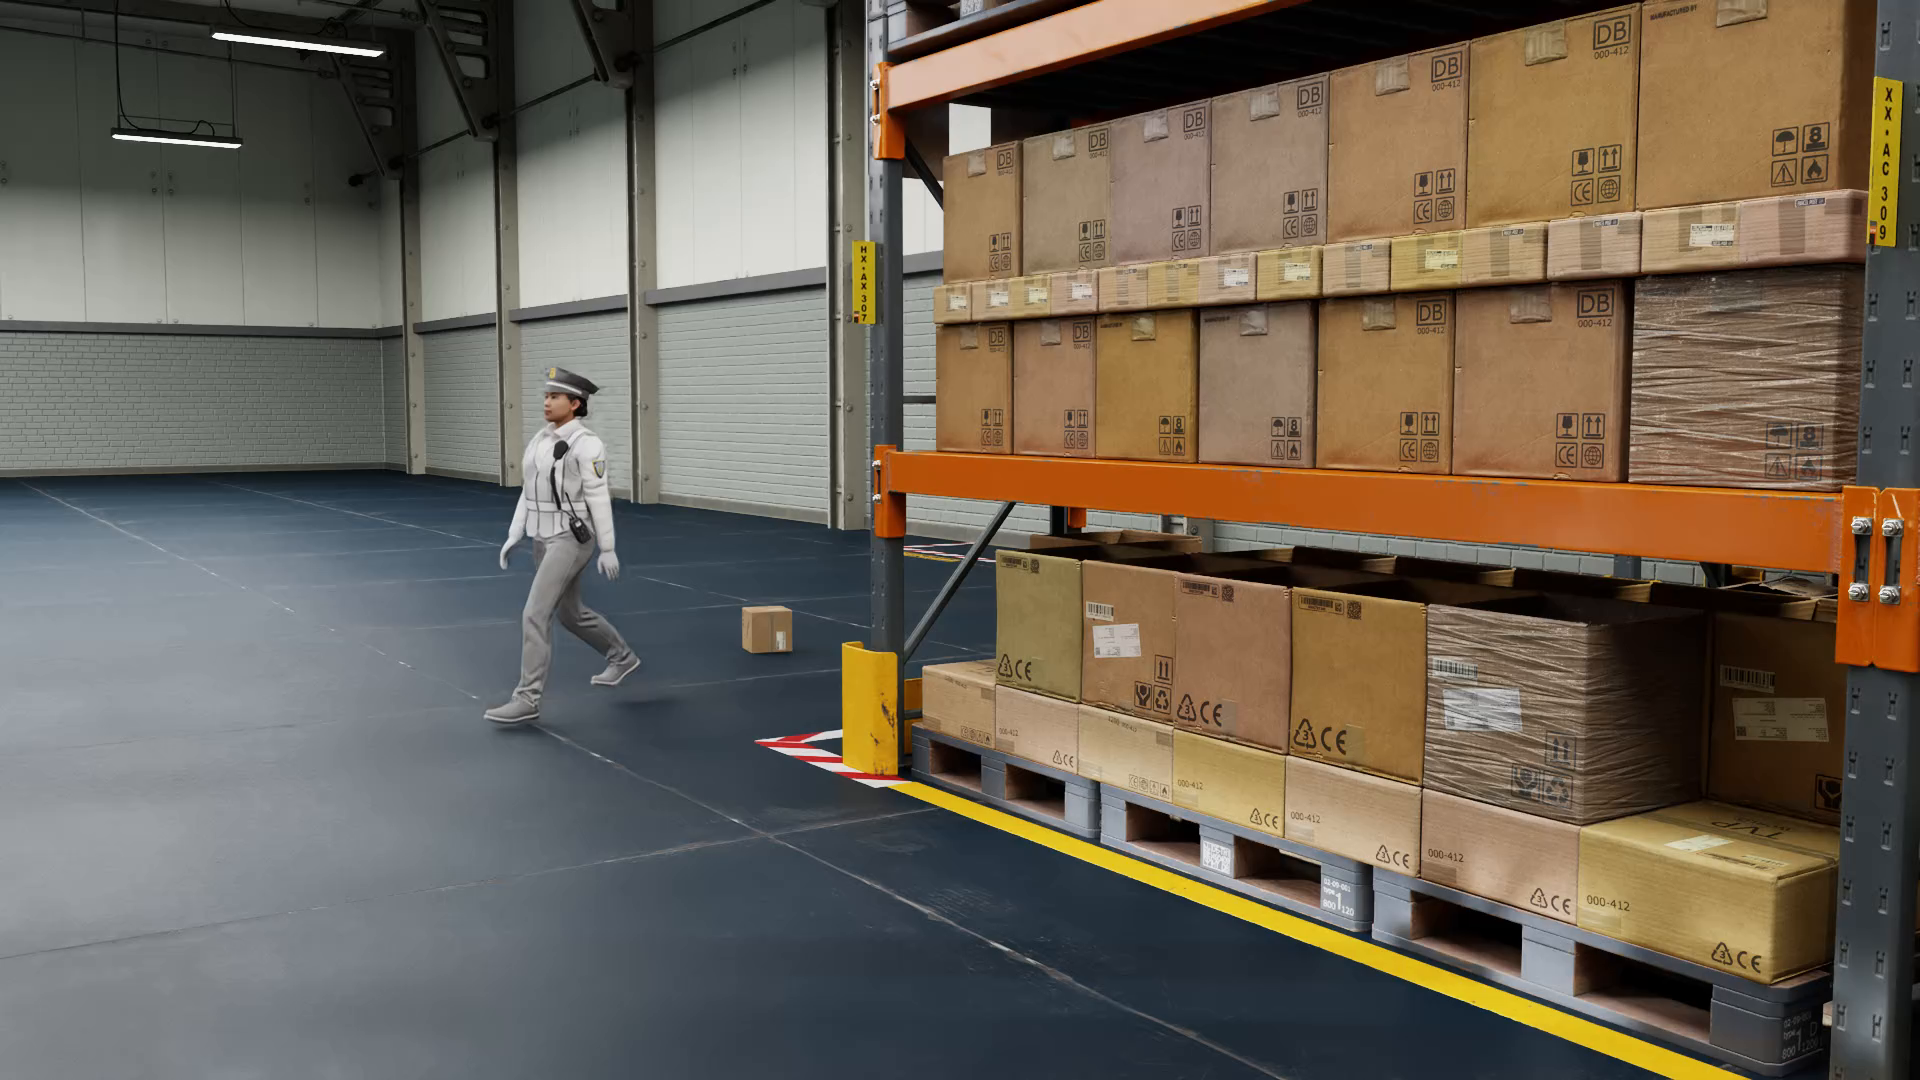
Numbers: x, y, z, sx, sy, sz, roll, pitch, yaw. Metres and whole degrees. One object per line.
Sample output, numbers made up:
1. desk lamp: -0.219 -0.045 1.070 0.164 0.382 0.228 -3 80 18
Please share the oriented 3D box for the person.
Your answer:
1. person: -1.875 -0.004 7.917 0.507 1.643 0.988 4 6 43
